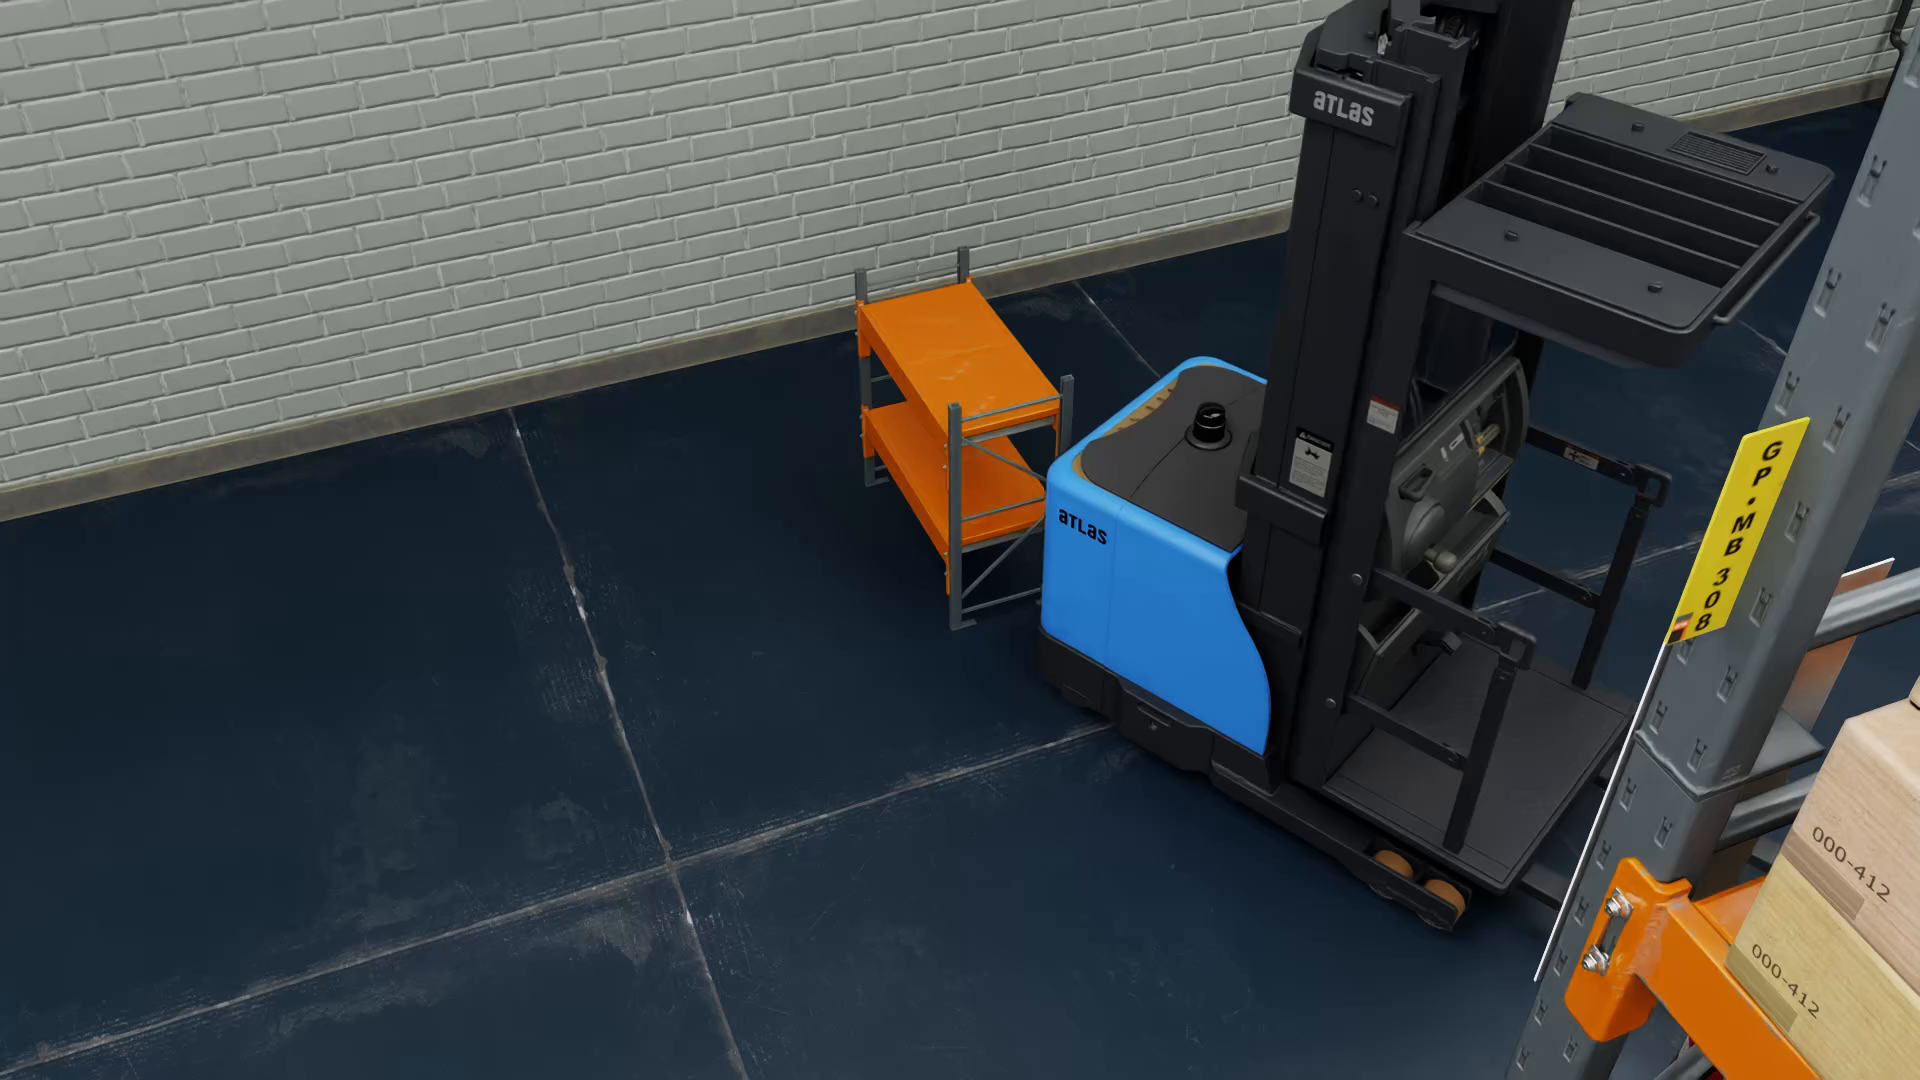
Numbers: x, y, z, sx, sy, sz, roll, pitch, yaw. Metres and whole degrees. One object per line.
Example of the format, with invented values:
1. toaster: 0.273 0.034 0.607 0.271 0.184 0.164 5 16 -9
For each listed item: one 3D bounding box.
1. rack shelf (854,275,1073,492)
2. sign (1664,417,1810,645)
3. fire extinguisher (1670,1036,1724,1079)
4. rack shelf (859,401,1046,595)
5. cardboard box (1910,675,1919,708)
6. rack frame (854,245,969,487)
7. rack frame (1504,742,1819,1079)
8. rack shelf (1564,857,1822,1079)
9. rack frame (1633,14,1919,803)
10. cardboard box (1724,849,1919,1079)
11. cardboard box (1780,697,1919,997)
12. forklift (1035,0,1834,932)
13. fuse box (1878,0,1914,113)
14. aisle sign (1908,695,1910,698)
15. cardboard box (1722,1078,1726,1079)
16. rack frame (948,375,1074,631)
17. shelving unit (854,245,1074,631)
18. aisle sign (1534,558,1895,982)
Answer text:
1. rack shelf: -0.003 -0.652 6.697 0.538 0.278 1.000 -15 43 -17
2. sign: 0.926 -0.005 1.984 0.100 0.325 0.005 -15 43 -17
3. fire extinguisher: 1.757 1.232 3.862 0.296 0.674 0.183 -15 43 -17
4. rack shelf: -0.003 -0.245 7.047 0.538 0.278 1.000 -15 43 -17
5. cardboard box: 1.340 0.159 1.890 0.380 0.149 0.250 -15 43 -17
6. rack frame: -0.197 -0.737 7.244 0.500 1.125 0.032 -15 43 -17
7. rack frame: 1.427 1.328 3.405 1.000 3.000 0.127 -15 43 -17
8. rack shelf: 2.192 1.669 1.260 1.077 0.370 4.000 -15 43 -17
9. rack frame: 1.427 -0.946 1.449 1.000 3.000 0.127 -15 43 -17
10. cardboard box: 1.363 0.582 2.087 0.500 0.250 0.500 -14 43 -15
11. cardboard box: 1.359 0.394 1.923 0.500 0.250 0.500 -14 43 -16
12. forklift: 1.747 -0.175 5.206 3.031 2.935 1.130 29 48 29
13. fuse box: 5.779 -3.306 9.782 0.539 1.711 0.414 -15 43 -17
14. aisle sign: 1.676 0.224 2.695 0.394 0.787 0.004 -15 43 -17
15. cardboard box: 1.353 1.135 2.558 0.500 0.500 0.500 -15 43 -17
16. rack frame: 0.192 -0.124 6.532 0.500 1.125 0.032 -15 43 -17
17. shelving unit: -0.003 -0.431 6.888 0.538 1.125 1.048 -15 43 -17
18. aisle sign: 1.122 0.374 2.521 0.394 0.787 0.004 -15 43 -17
